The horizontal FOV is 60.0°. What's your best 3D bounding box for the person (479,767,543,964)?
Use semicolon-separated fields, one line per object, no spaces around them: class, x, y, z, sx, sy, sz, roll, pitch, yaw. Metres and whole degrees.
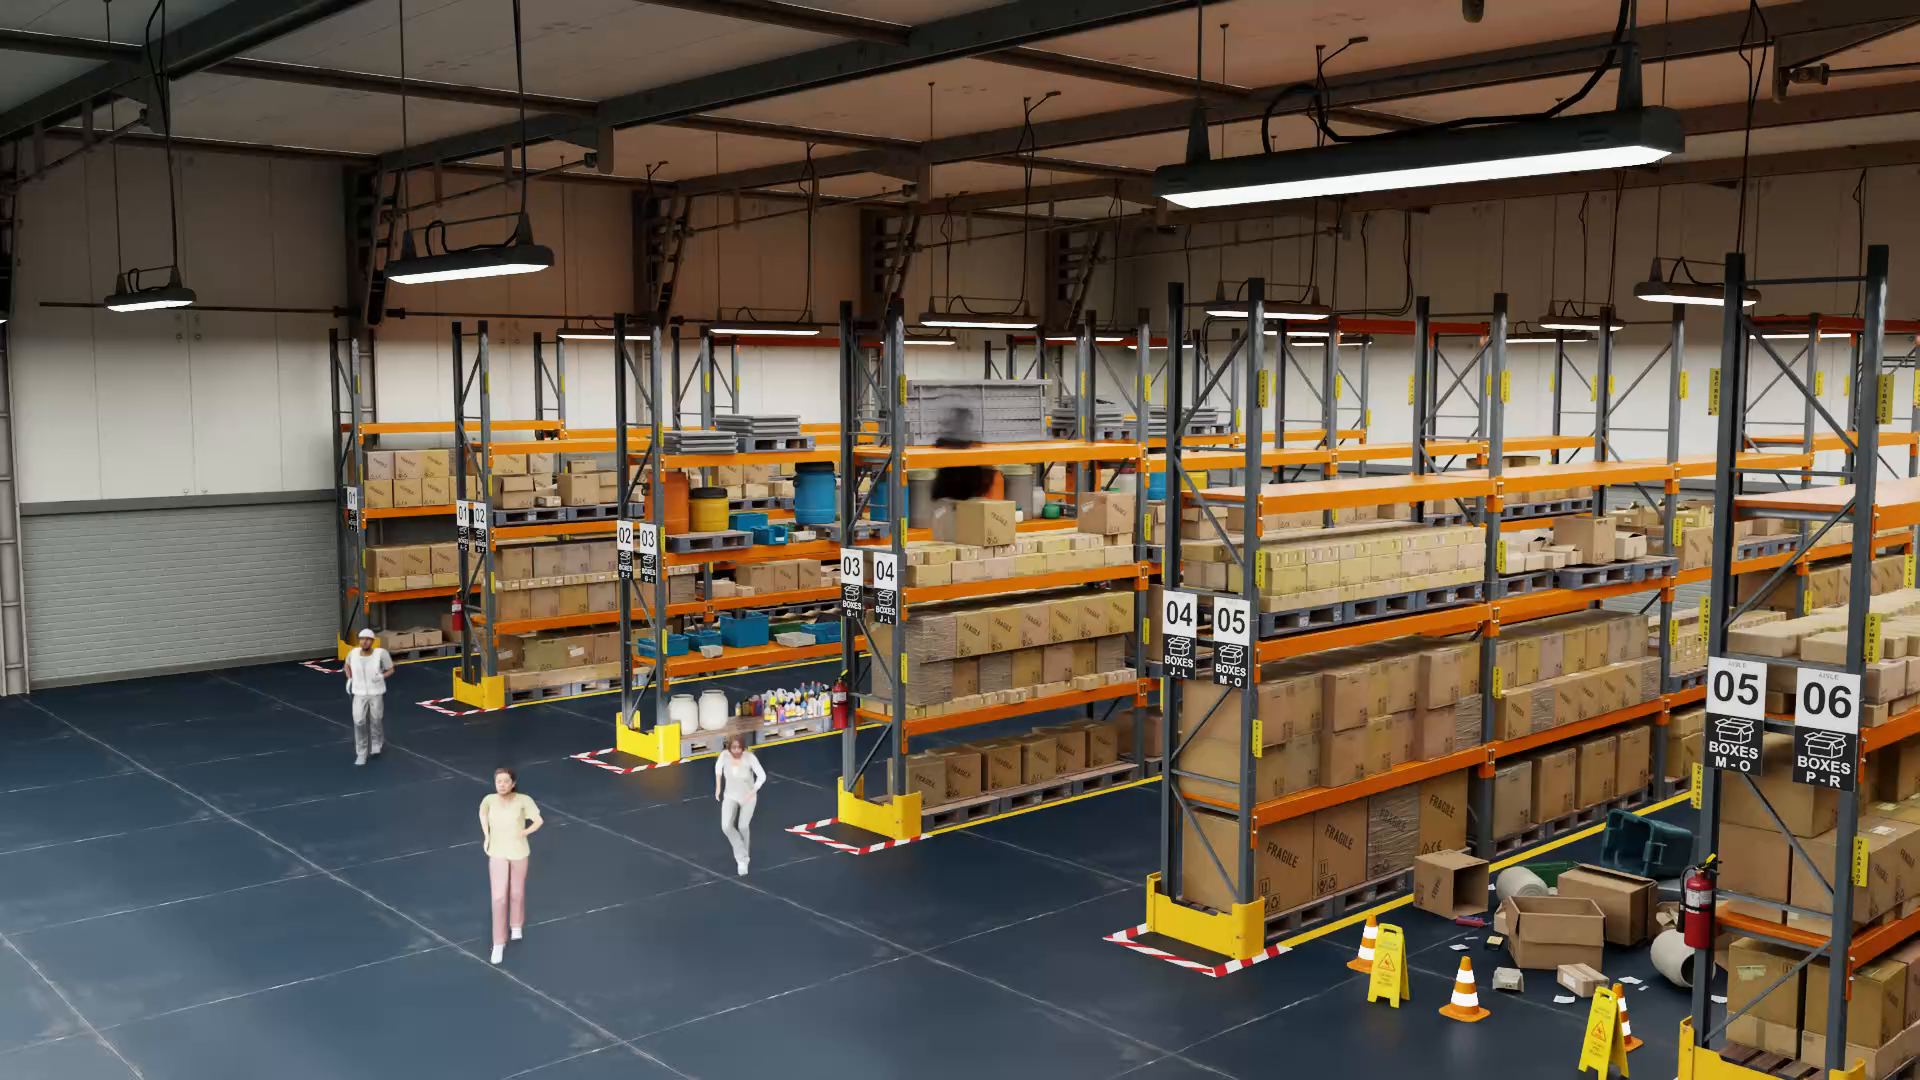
person;-4.023;2.861;14.934;0.569;1.718;0.748;-1;6;-11

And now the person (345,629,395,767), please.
person;-7.899;2.097;22.254;0.662;1.838;0.778;-1;6;-13

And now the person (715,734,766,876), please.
person;-2.284;2.719;17.452;0.552;1.521;0.798;0;6;5
